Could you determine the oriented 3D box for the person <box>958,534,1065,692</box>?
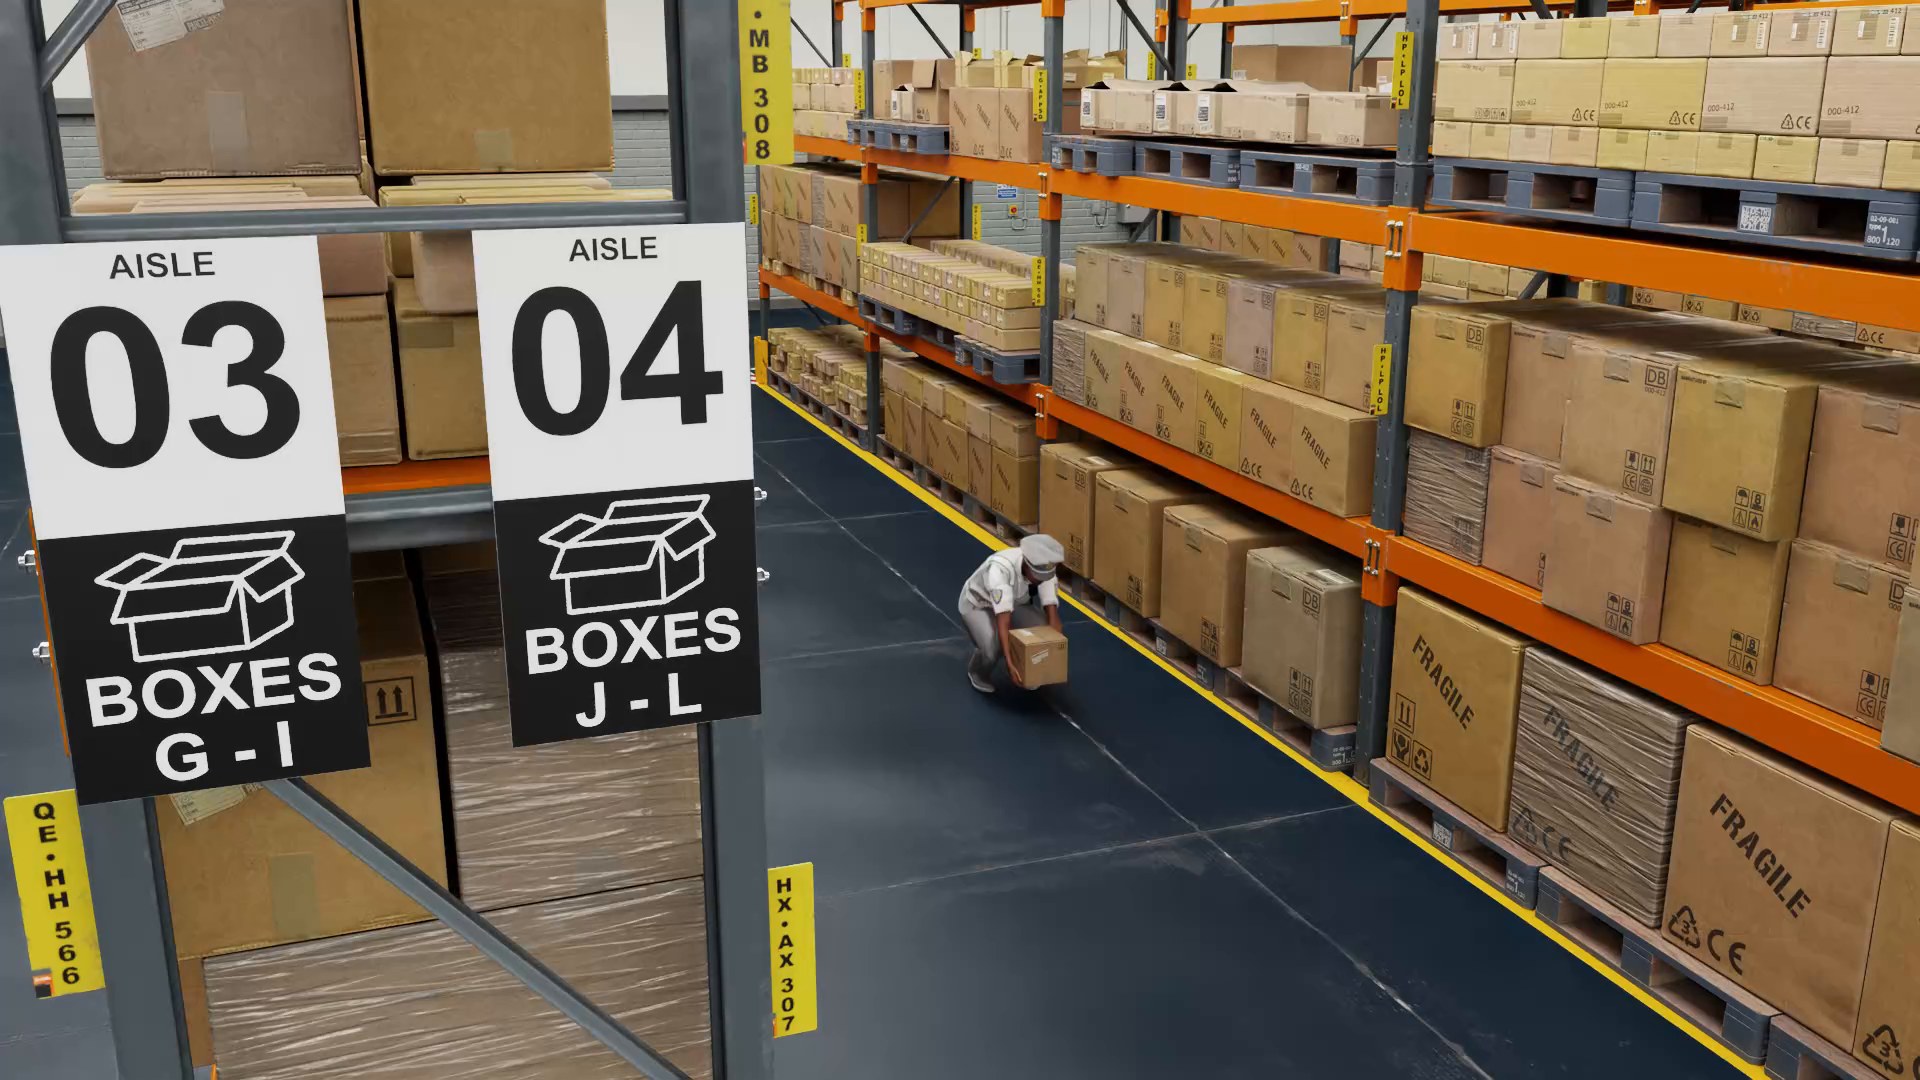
[{"bbox_3d":[0.305,0.404,9.398,0.466,0.972,0.866,-6,17,-21],"label":"person"}]
